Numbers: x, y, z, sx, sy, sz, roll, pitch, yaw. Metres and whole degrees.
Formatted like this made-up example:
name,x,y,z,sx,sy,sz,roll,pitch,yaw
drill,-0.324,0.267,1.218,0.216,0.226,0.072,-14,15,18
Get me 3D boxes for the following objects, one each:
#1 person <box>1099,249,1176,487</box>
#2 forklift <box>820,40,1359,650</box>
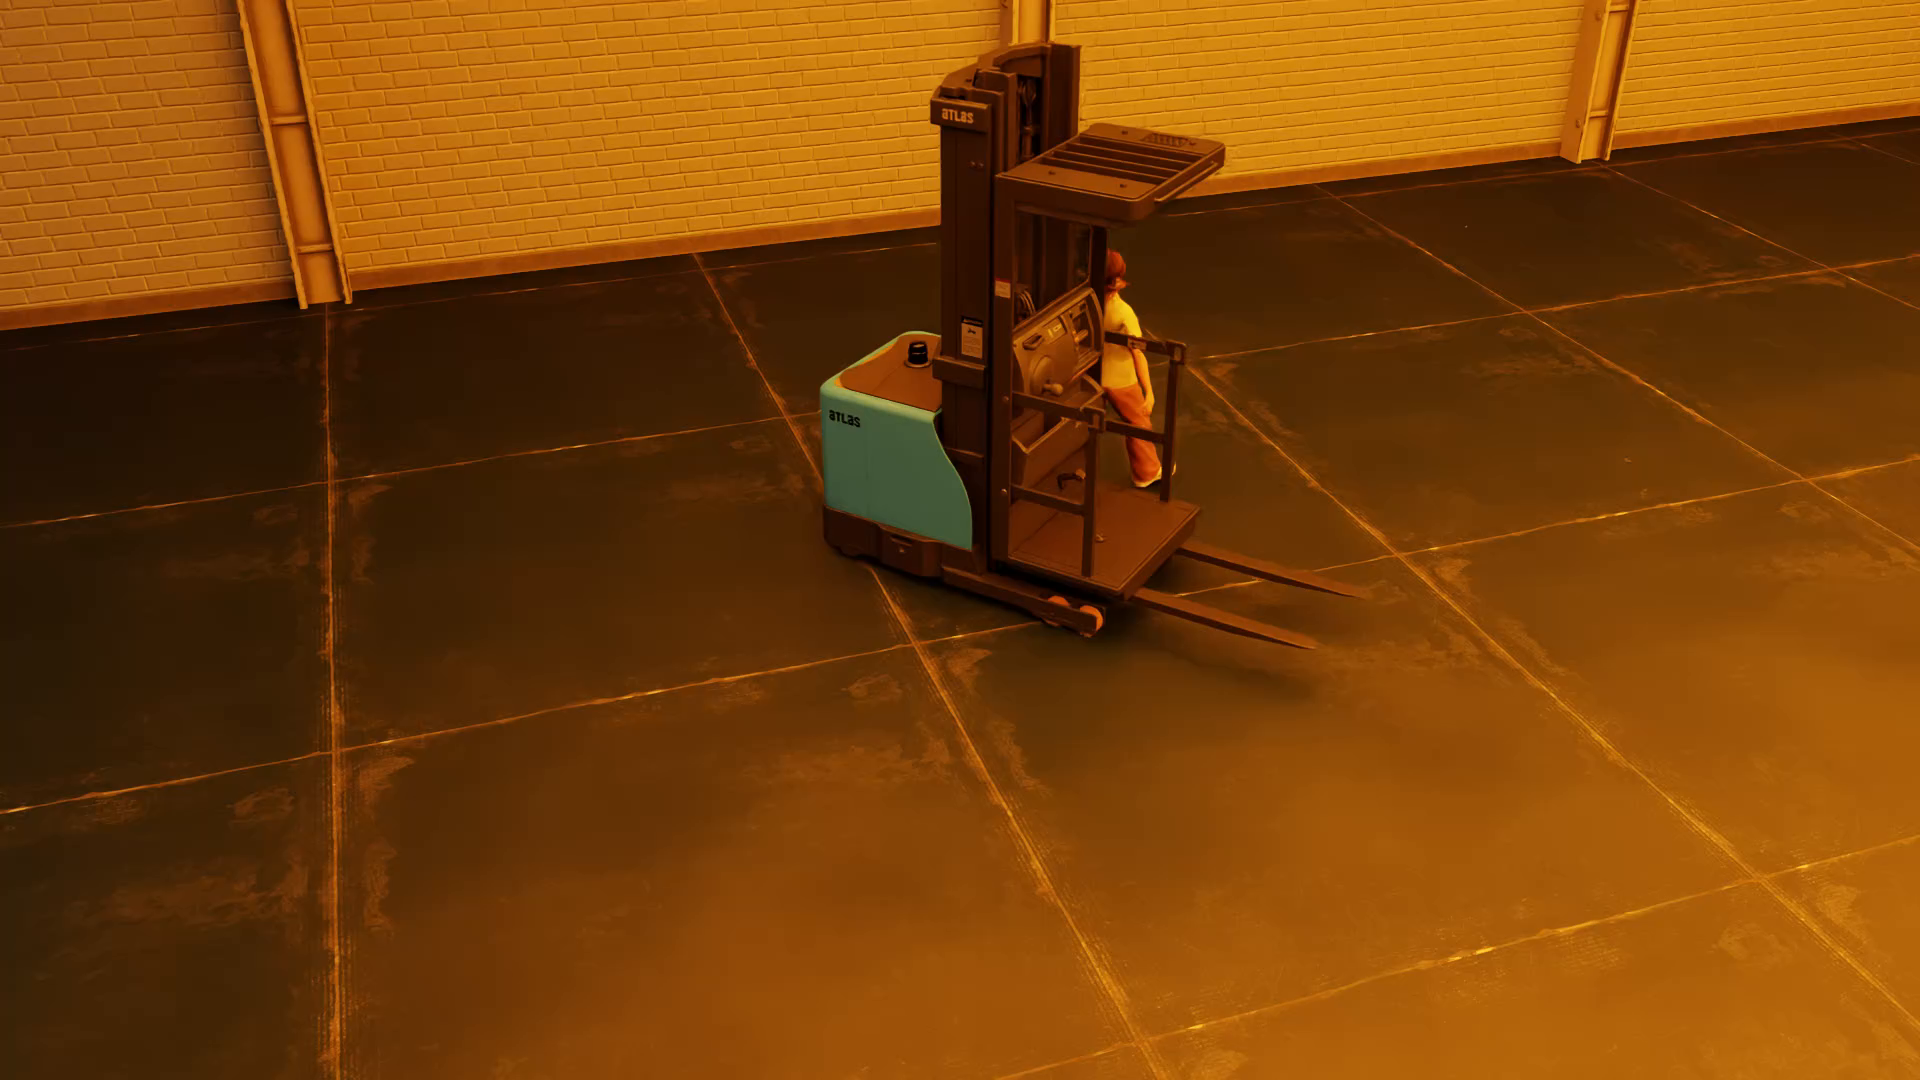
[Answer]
name,x,y,z,sx,sy,sz,roll,pitch,yaw
person,0.972,-0.985,10.123,0.653,1.644,0.845,20,35,31
forklift,0.715,-1.045,8.904,3.031,2.935,1.130,17,34,27
